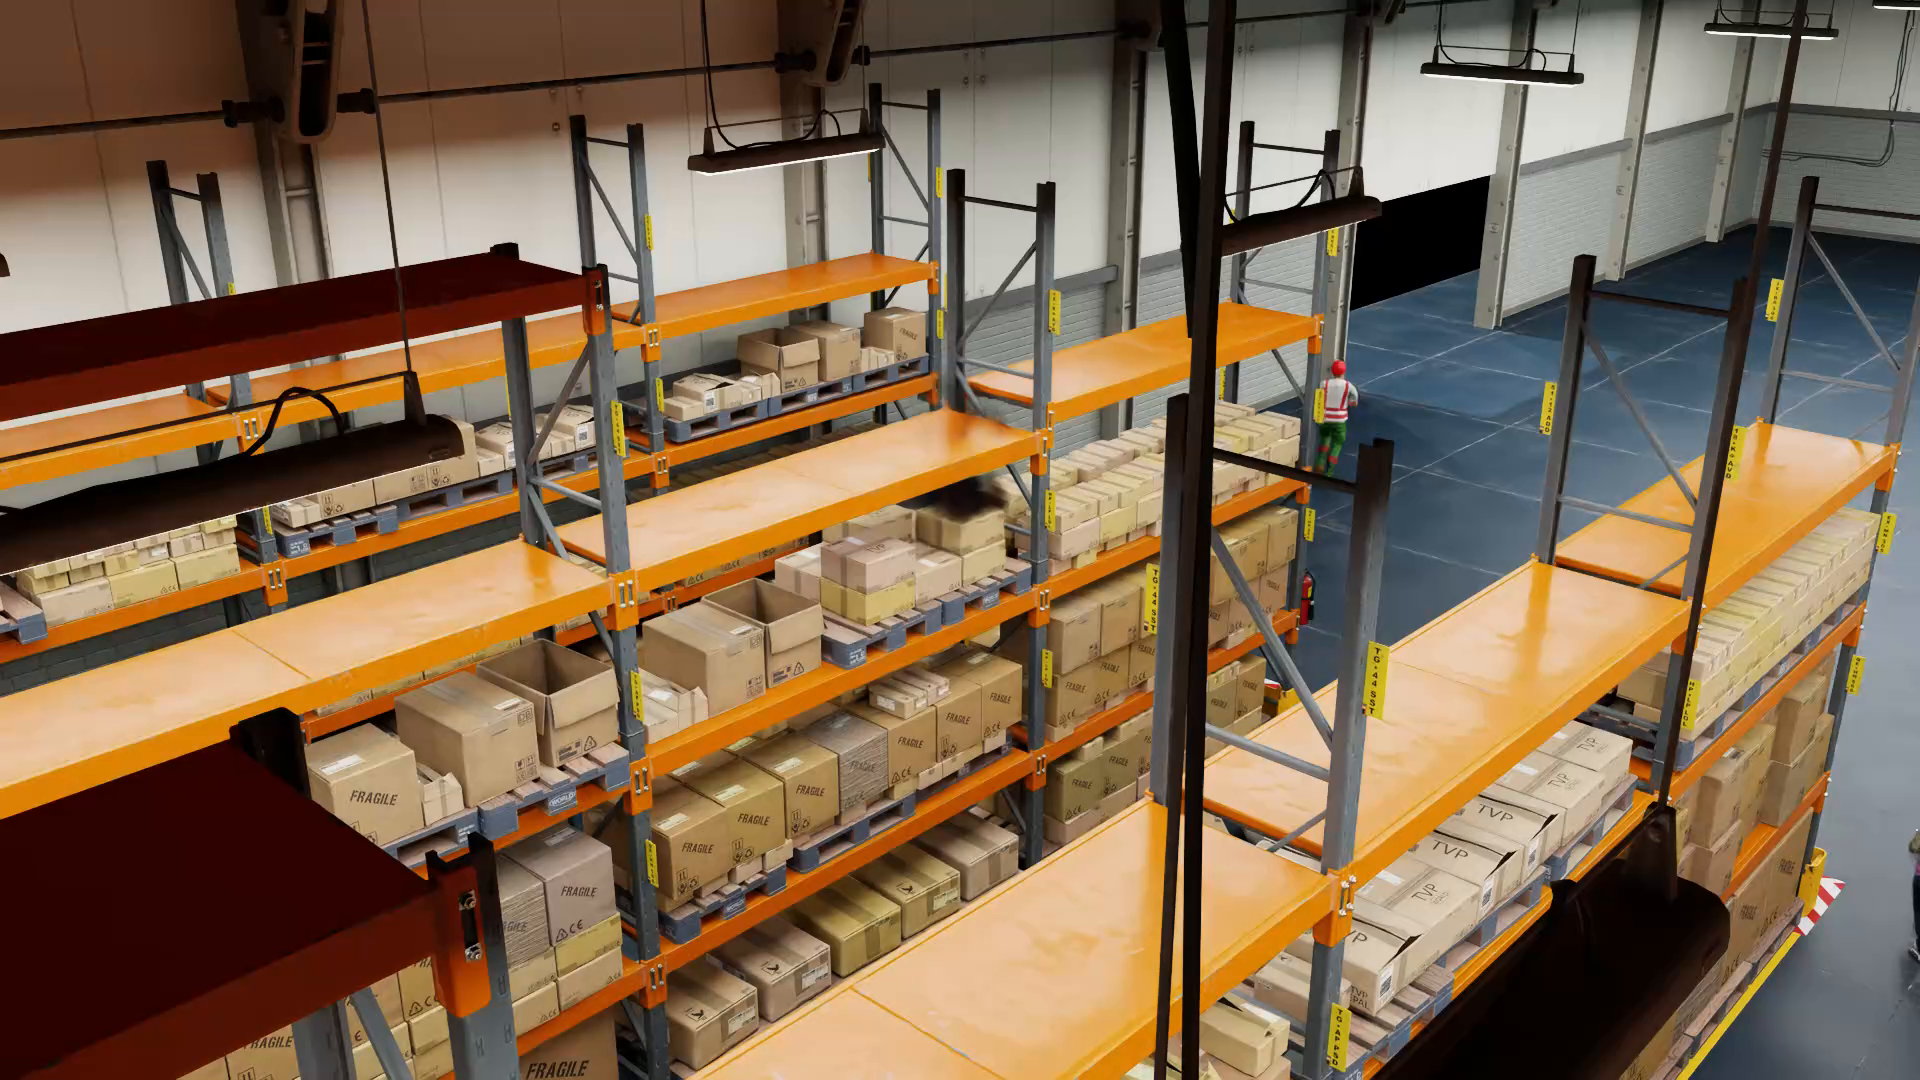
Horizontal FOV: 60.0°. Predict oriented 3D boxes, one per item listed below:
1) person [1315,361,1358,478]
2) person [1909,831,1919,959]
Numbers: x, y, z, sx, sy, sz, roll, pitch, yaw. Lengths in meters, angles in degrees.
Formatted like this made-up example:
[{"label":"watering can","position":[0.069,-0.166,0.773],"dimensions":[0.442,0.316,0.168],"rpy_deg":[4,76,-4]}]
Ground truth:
[{"label":"person","position":[5.379,-1.719,23.994],"dimensions":[0.645,1.820,0.735],"rpy_deg":[9,23,23]},{"label":"person","position":[7.719,2.642,13.084],"dimensions":[0.544,1.543,0.519],"rpy_deg":[4,22,10]}]
